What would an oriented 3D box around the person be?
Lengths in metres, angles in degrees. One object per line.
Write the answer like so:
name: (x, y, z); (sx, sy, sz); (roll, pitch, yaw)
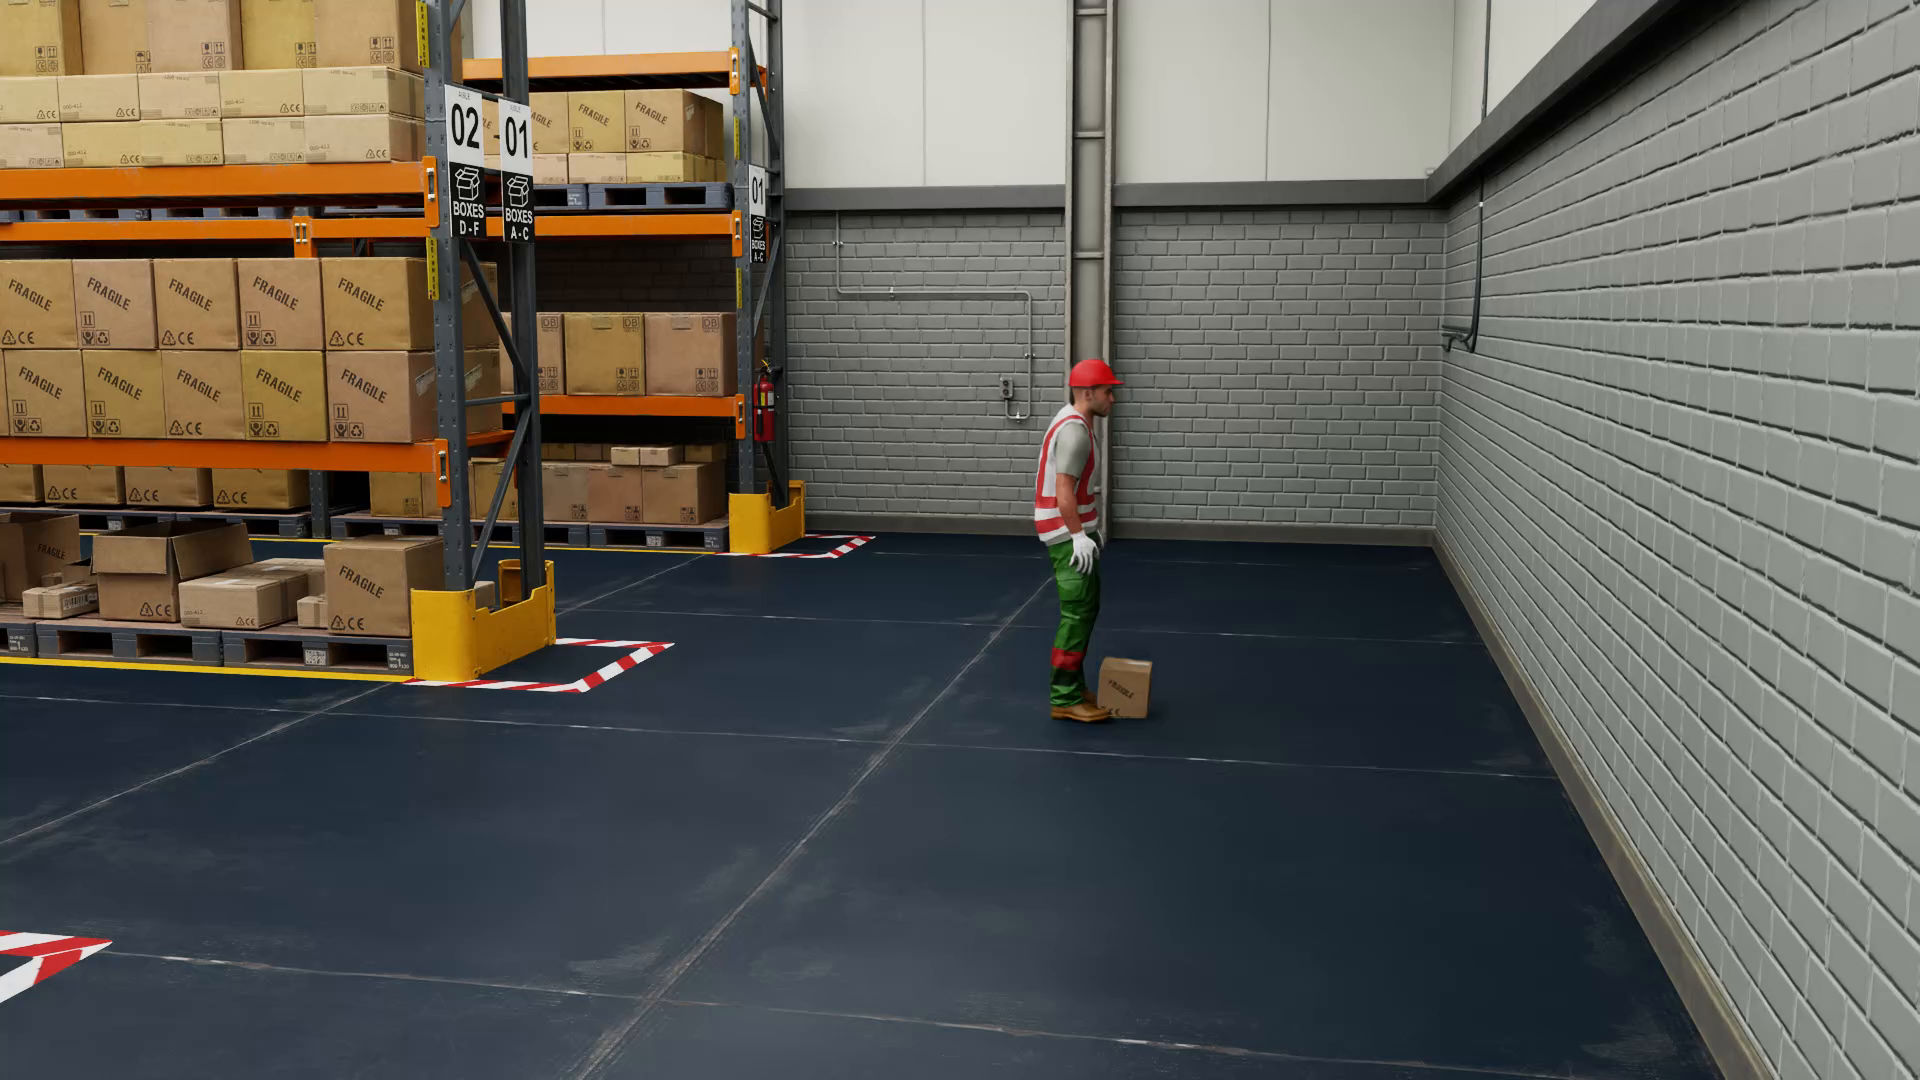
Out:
person: (0.597, -0.011, 8.333); (0.441, 1.780, 0.579); (1, 8, 9)
